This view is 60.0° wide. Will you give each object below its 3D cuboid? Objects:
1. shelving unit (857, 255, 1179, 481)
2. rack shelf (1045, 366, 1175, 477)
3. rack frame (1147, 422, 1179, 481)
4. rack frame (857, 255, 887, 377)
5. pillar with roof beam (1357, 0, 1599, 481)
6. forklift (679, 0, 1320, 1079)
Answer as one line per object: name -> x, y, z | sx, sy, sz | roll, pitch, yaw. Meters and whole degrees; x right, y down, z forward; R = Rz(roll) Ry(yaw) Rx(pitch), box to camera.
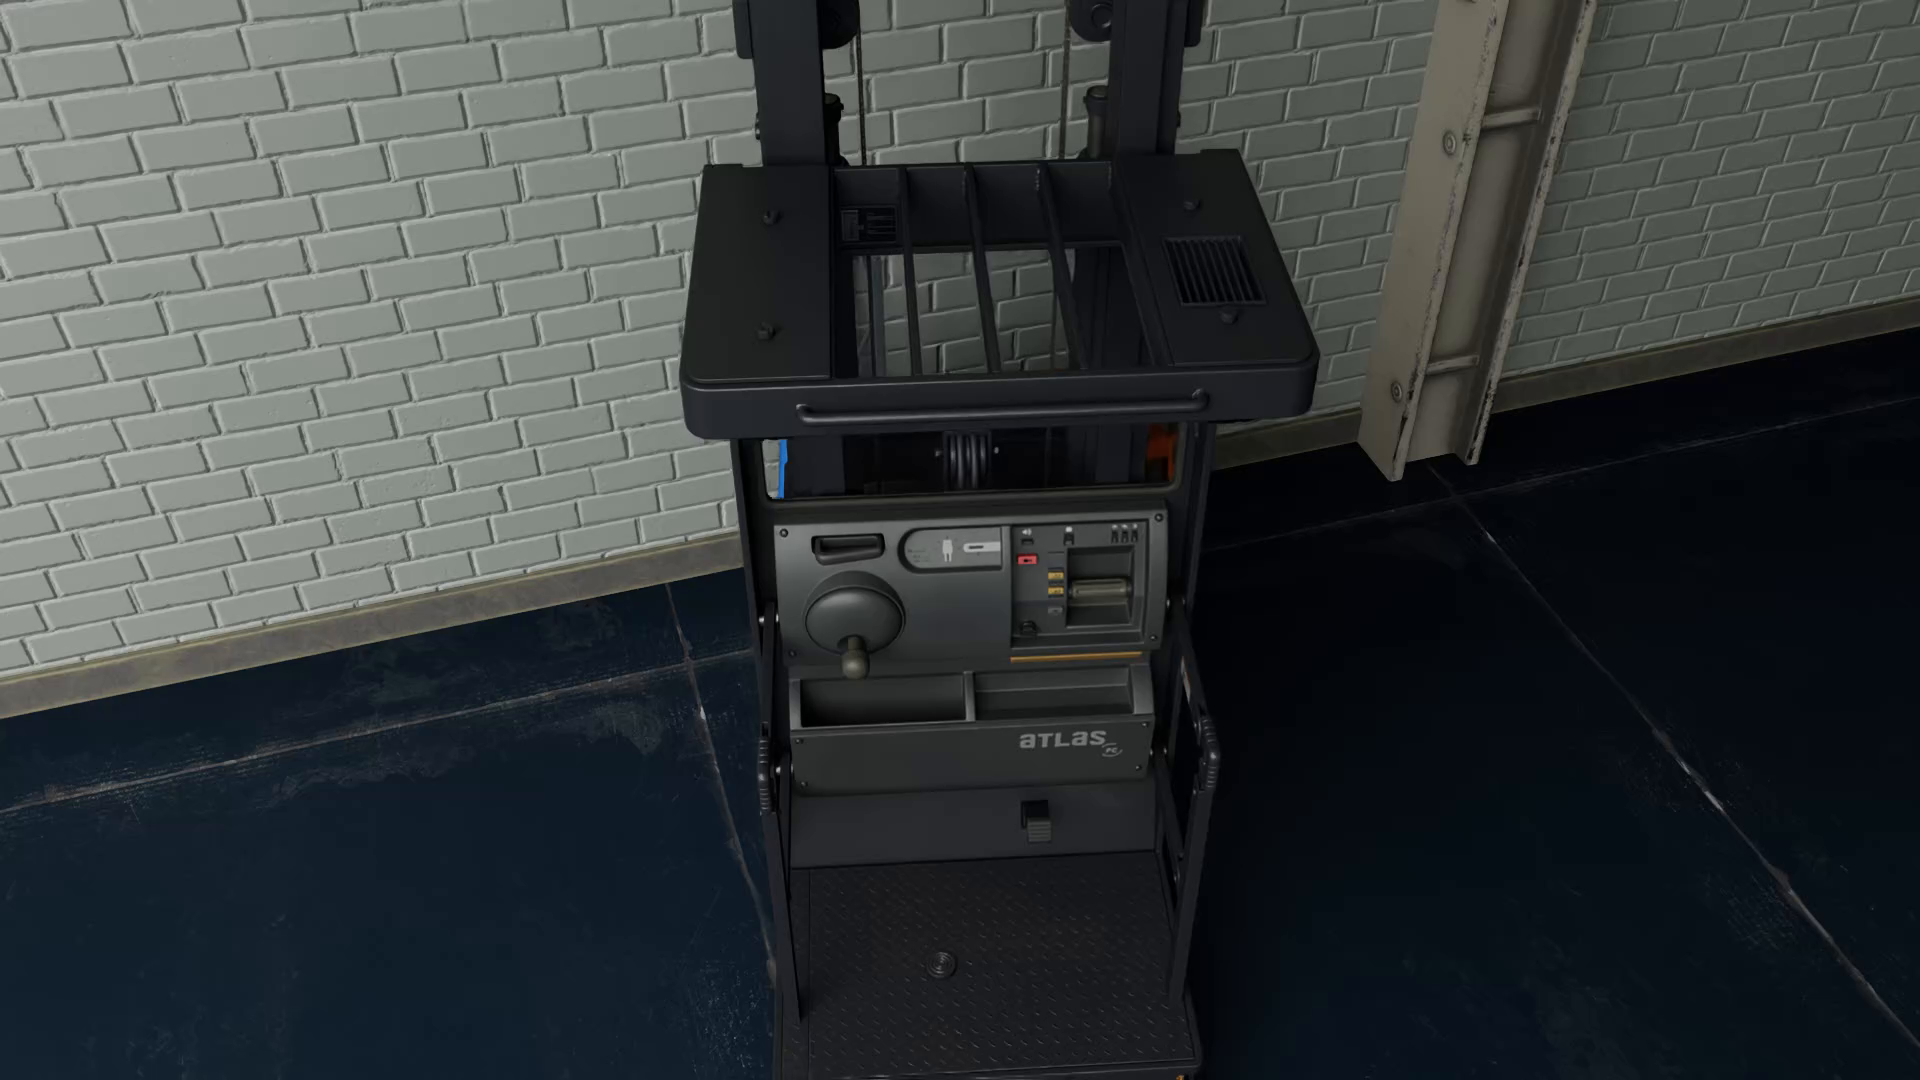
shelving unit -> 0.167, -0.489, 5.653 | 1.083, 1.500, 0.587 | -11, 41, -13
rack shelf -> 0.177, -0.353, 5.770 | 1.000, 0.185, 0.538 | -11, 41, -13
rack frame -> 0.663, -0.588, 5.765 | 0.032, 1.500, 0.500 | -11, 41, -13
rack frame -> -0.311, -0.394, 5.544 | 0.032, 1.500, 0.500 | -11, 41, -13
pillar with roof beam -> 3.120, -1.051, 0.614 | 0.400, 9.000, 9.100 | -12, 42, -13
forklift -> 0.046, 0.200, 3.794 | 1.130, 2.935, 3.031 | -2, 41, -3
